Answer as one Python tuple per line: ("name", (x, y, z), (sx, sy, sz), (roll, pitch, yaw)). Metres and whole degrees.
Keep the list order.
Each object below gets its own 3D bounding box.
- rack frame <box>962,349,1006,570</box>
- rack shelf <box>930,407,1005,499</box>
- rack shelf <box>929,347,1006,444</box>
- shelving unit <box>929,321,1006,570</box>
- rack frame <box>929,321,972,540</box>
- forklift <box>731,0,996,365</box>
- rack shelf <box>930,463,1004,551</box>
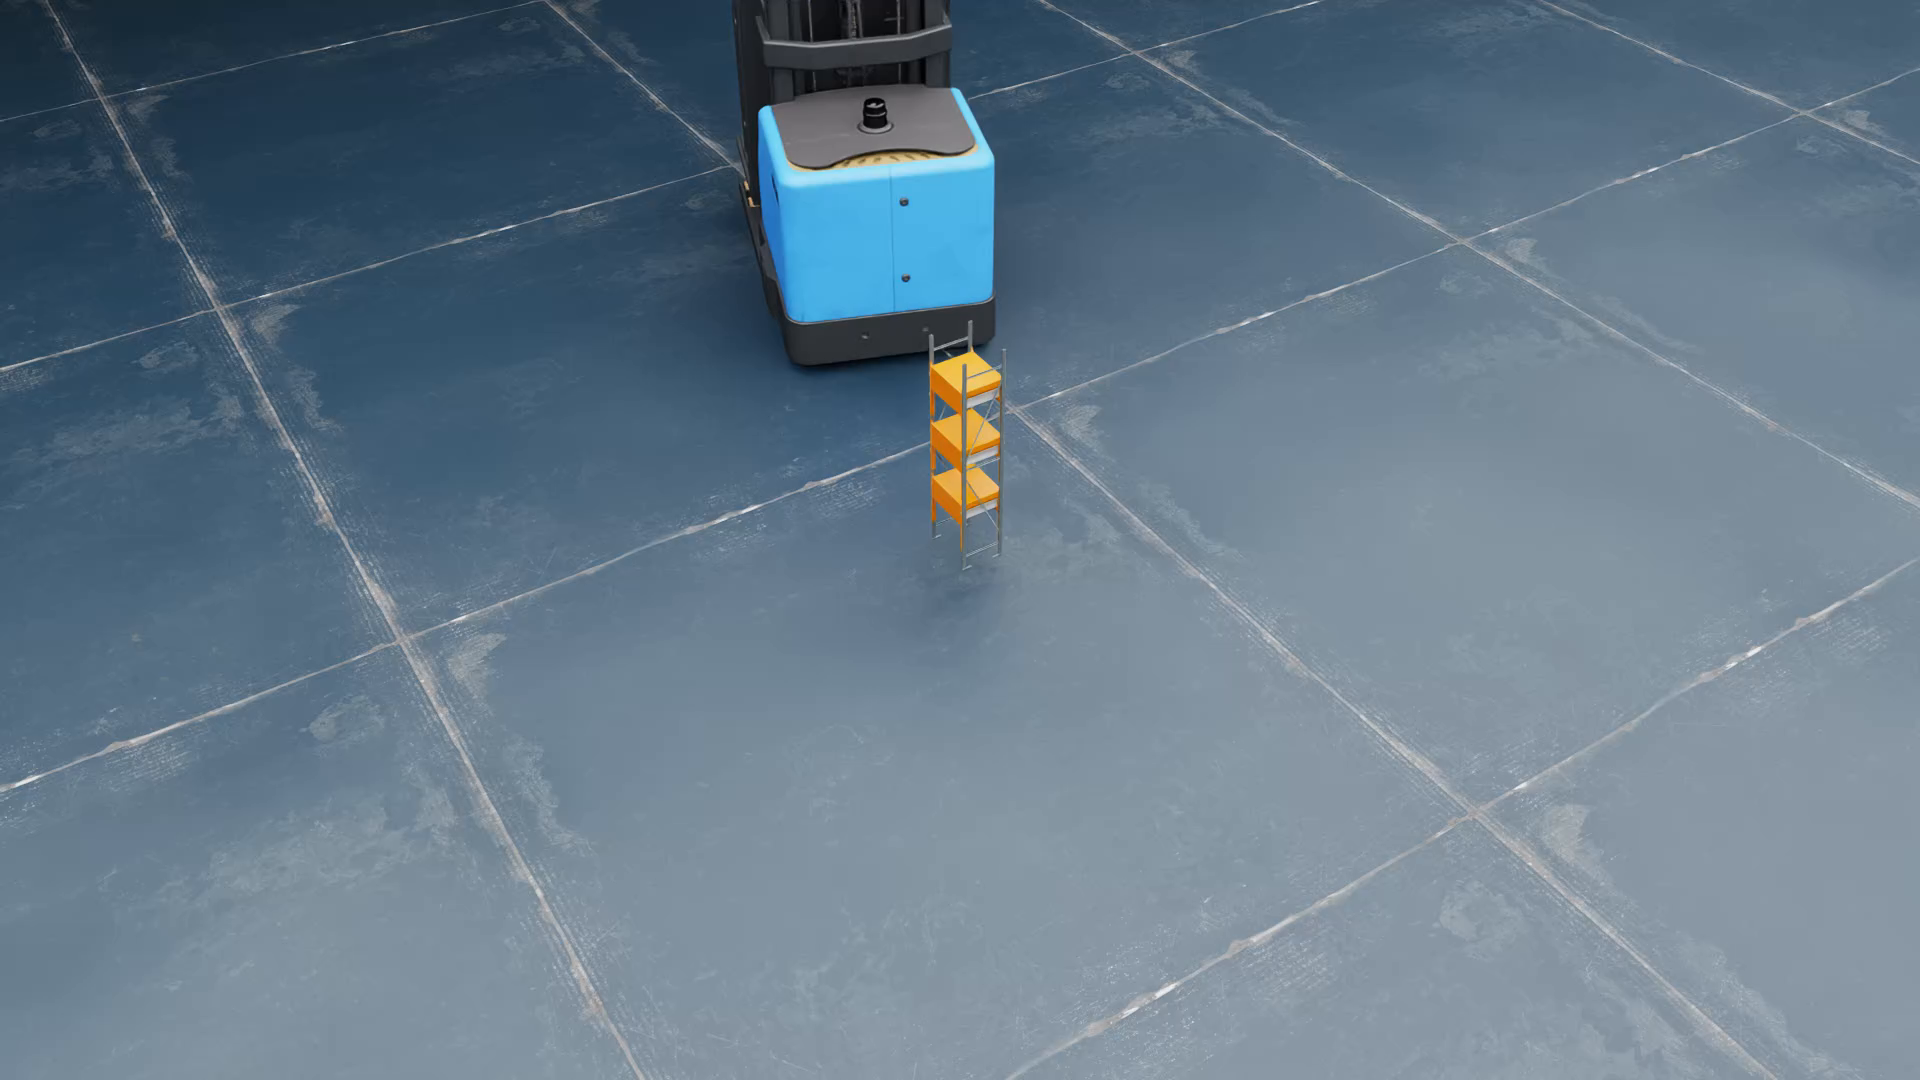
("rack frame", (0.094, -0.309, 6.800), (0.200, 1.050, 0.008), (-22, 45, -24))
("rack shelf", (0.029, -0.366, 6.886), (0.215, 0.259, 0.240), (-22, 45, -24))
("rack shelf", (0.029, -0.584, 6.704), (0.215, 0.259, 0.240), (-22, 45, -24))
("shelving unit", (0.029, -0.374, 6.879), (0.215, 1.050, 0.252), (-22, 45, -24))
("rack frame", (-0.037, -0.440, 6.958), (0.200, 1.050, 0.008), (-22, 45, -24))
("forklift", (-0.643, -2.934, 8.482), (1.130, 2.935, 3.031), (-8, 40, -10))
("rack shelf", (0.029, -0.153, 7.064), (0.215, 0.259, 0.240), (-22, 45, -24))
